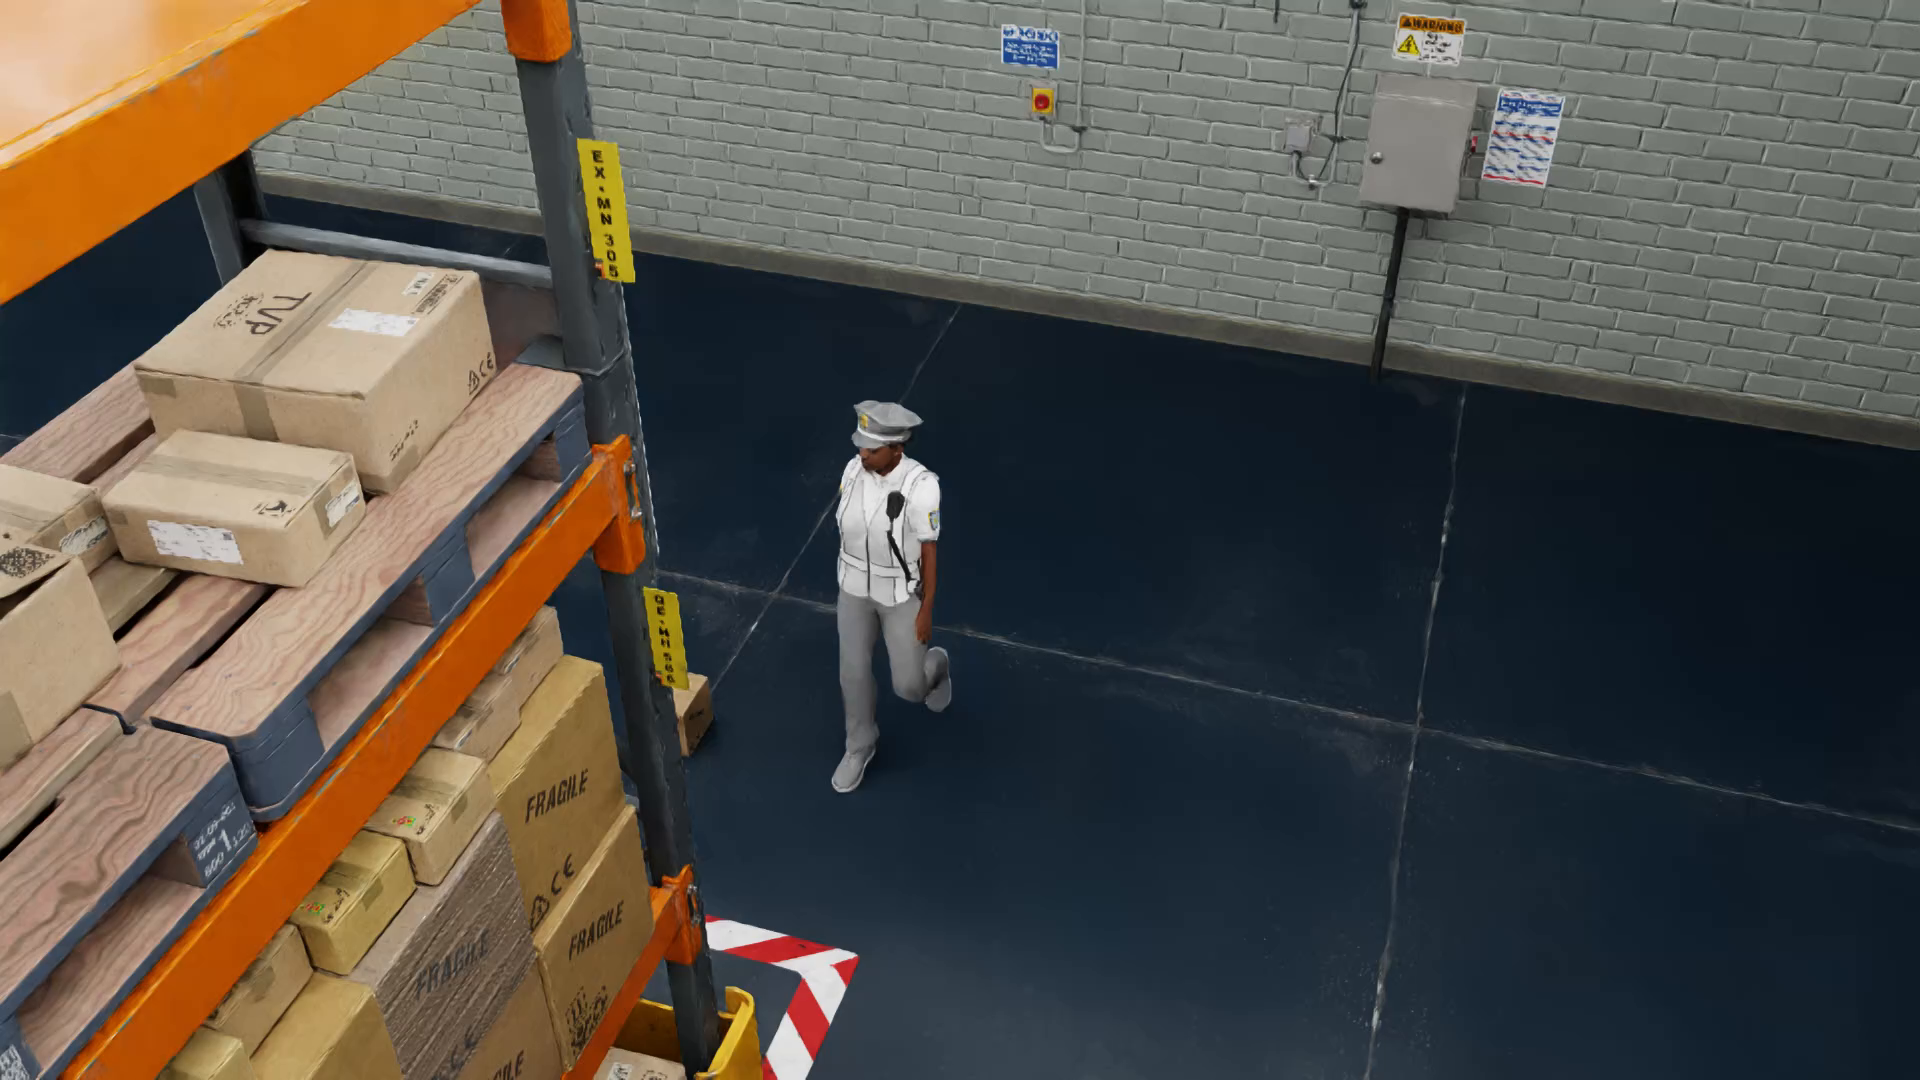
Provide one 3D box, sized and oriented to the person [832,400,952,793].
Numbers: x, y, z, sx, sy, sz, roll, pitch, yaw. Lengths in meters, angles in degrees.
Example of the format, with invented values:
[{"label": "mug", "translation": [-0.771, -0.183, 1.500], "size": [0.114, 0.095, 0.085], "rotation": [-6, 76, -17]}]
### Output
[{"label": "person", "translation": [-0.314, 0.210, 6.603], "size": [0.466, 1.676, 0.683], "rotation": [17, 40, 21]}]
